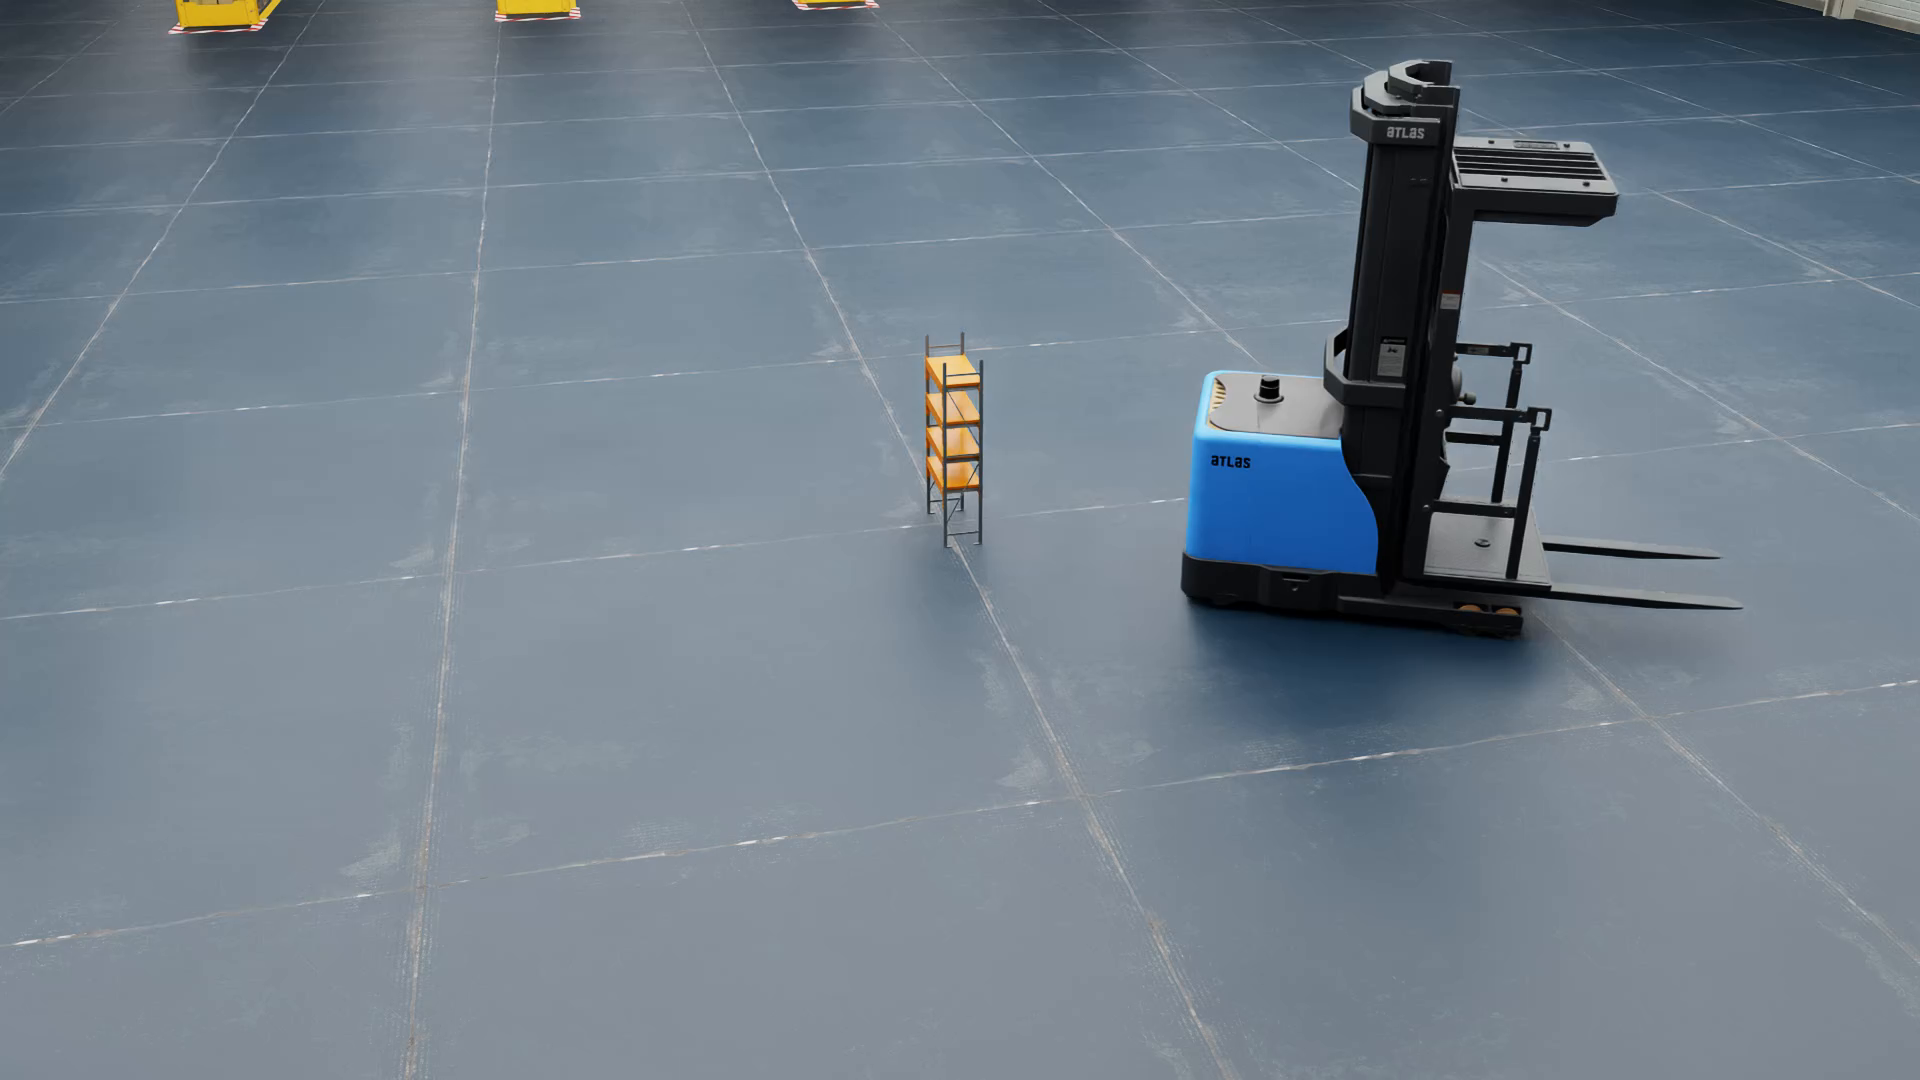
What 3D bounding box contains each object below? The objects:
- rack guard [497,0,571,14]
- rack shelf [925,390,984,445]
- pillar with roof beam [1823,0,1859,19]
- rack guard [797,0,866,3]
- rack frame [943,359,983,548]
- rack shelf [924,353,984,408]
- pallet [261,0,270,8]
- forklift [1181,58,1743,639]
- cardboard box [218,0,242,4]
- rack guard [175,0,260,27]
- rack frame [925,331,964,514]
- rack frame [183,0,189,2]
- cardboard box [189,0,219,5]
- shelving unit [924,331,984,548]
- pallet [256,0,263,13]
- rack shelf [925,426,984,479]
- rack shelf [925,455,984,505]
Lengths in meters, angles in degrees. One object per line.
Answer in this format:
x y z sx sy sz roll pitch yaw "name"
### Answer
-7.081 -9.026 27.578 1.175 0.500 0.348 -6 27 -12 "rack guard"
-0.037 -0.748 10.053 0.258 0.148 0.480 -6 27 -12 "rack shelf"
10.177 -12.133 24.301 9.100 9.000 0.400 -6 27 -12 "pillar with roof beam"
-2.210 -9.534 28.584 1.175 0.500 0.348 -6 27 -12 "rack guard"
0.018 -0.501 9.911 0.240 1.200 0.015 -6 27 -12 "rack frame"
-0.037 -0.959 9.947 0.258 0.148 0.480 -6 27 -12 "rack shelf"
-12.329 -9.233 28.309 1.003 0.211 1.213 -6 27 -12 "pallet"
2.836 -1.025 9.027 3.031 2.935 1.130 5 27 10 "forklift"
-11.749 -8.830 27.001 0.500 0.250 0.500 -6 27 -12 "cardboard box"
-11.839 -8.486 26.508 1.175 0.500 0.348 -6 27 -12 "rack guard"
-0.092 -0.715 10.336 0.240 1.200 0.015 -6 27 -12 "rack frame"
-11.845 -9.612 25.965 1.000 3.000 0.127 -6 27 -12 "rack frame"
-12.254 -8.778 26.897 0.500 0.250 0.500 -6 27 -12 "cardboard box"
-0.037 -0.608 10.124 0.258 1.200 0.503 -6 27 -12 "shelving unit"
-12.058 -8.699 27.250 1.003 0.211 1.213 -6 27 -12 "pallet"
-0.037 -0.548 10.154 0.258 0.148 0.480 -6 27 -12 "rack shelf"
-0.037 -0.371 10.243 0.258 0.148 0.480 -6 27 -12 "rack shelf"
